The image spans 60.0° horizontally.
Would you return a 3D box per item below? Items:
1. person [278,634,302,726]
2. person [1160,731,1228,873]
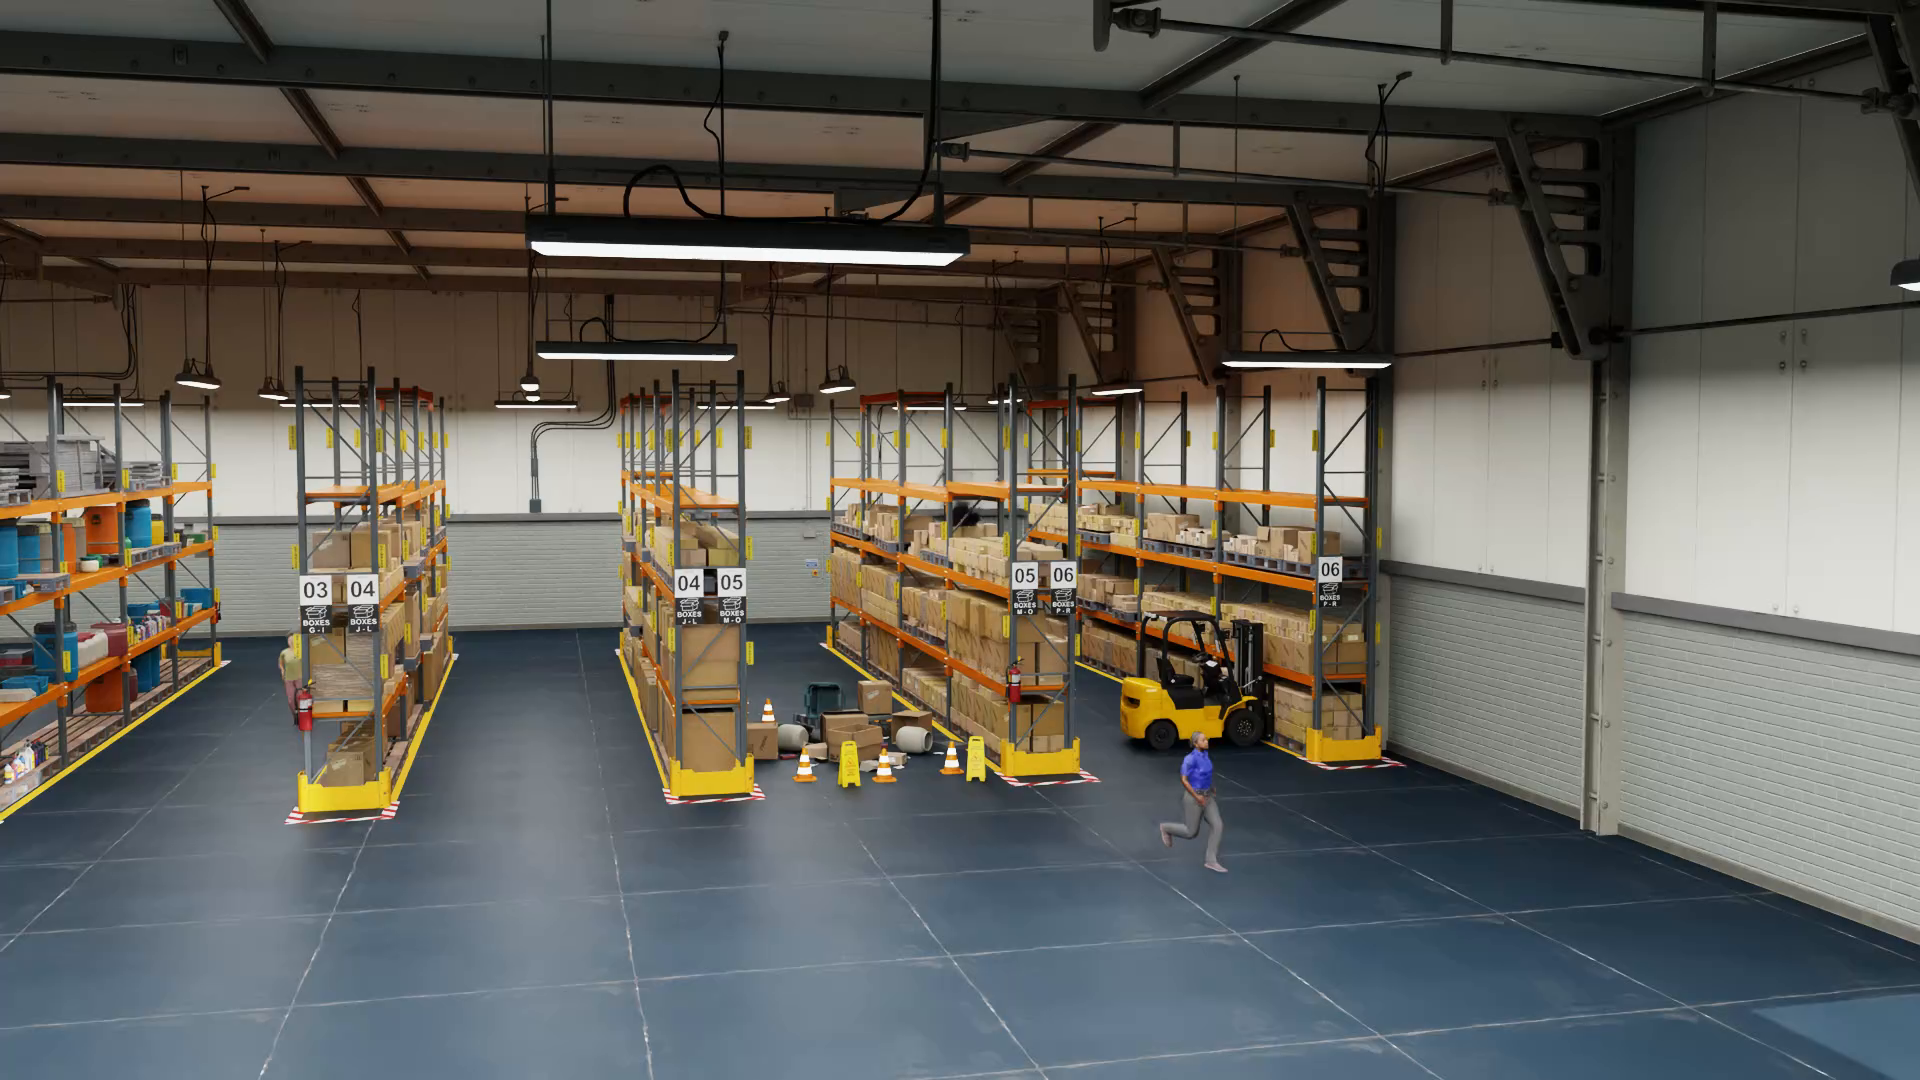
[{"bbox_3d":[-11.618,2.448,29.028,0.556,1.626,0.520,-1,3,-11],"label":"person"},{"bbox_3d":[2.769,3.059,19.534,0.865,1.623,0.568,3,5,43],"label":"person"}]
